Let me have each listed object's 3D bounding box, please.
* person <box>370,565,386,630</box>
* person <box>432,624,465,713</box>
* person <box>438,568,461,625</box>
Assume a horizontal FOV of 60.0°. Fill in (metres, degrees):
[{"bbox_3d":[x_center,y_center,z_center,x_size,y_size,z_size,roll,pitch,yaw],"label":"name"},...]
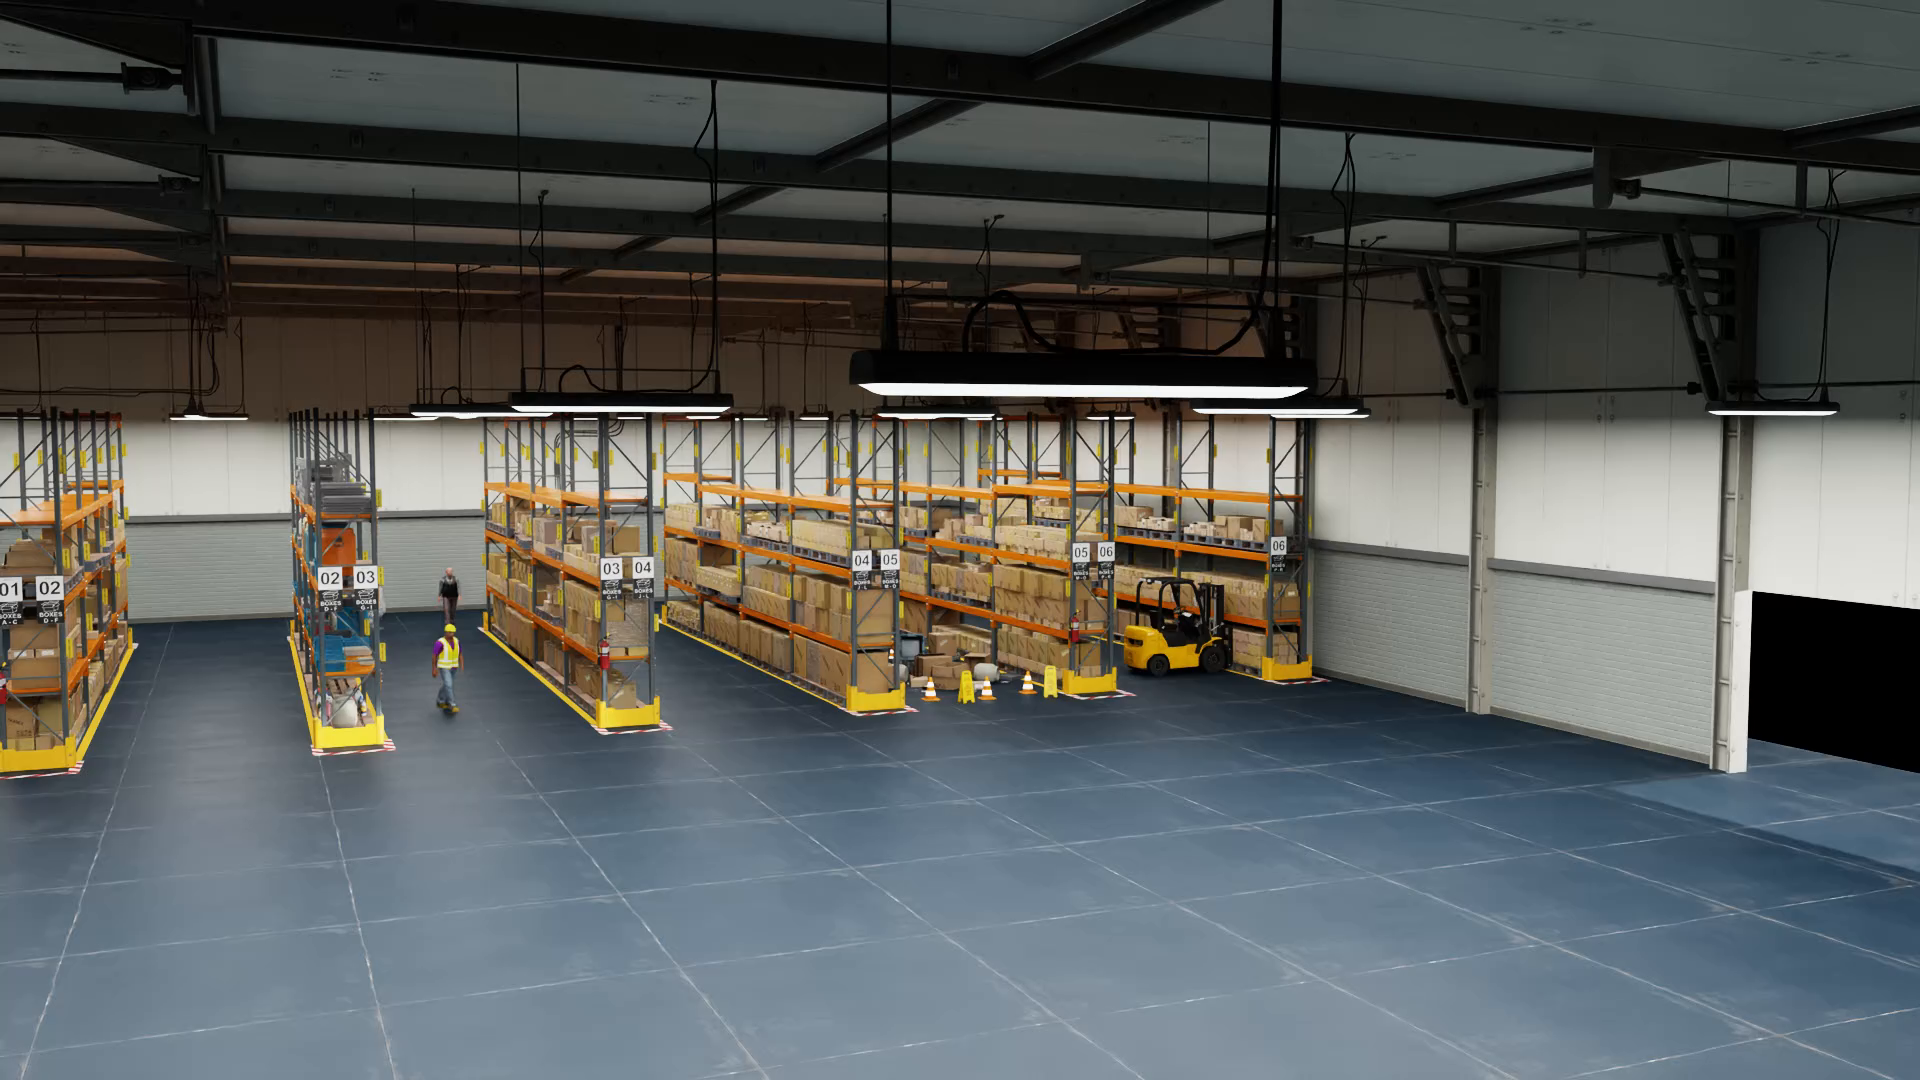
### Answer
[{"bbox_3d":[-16.116,1.598,45.903,0.472,1.787,0.583,-2,4,-25],"label":"person"},{"bbox_3d":[-10.119,2.524,33.002,0.998,1.709,0.597,3,5,32],"label":"person"},{"bbox_3d":[-14.327,1.608,46.680,0.622,1.664,1.074,-1,4,-20],"label":"person"}]
